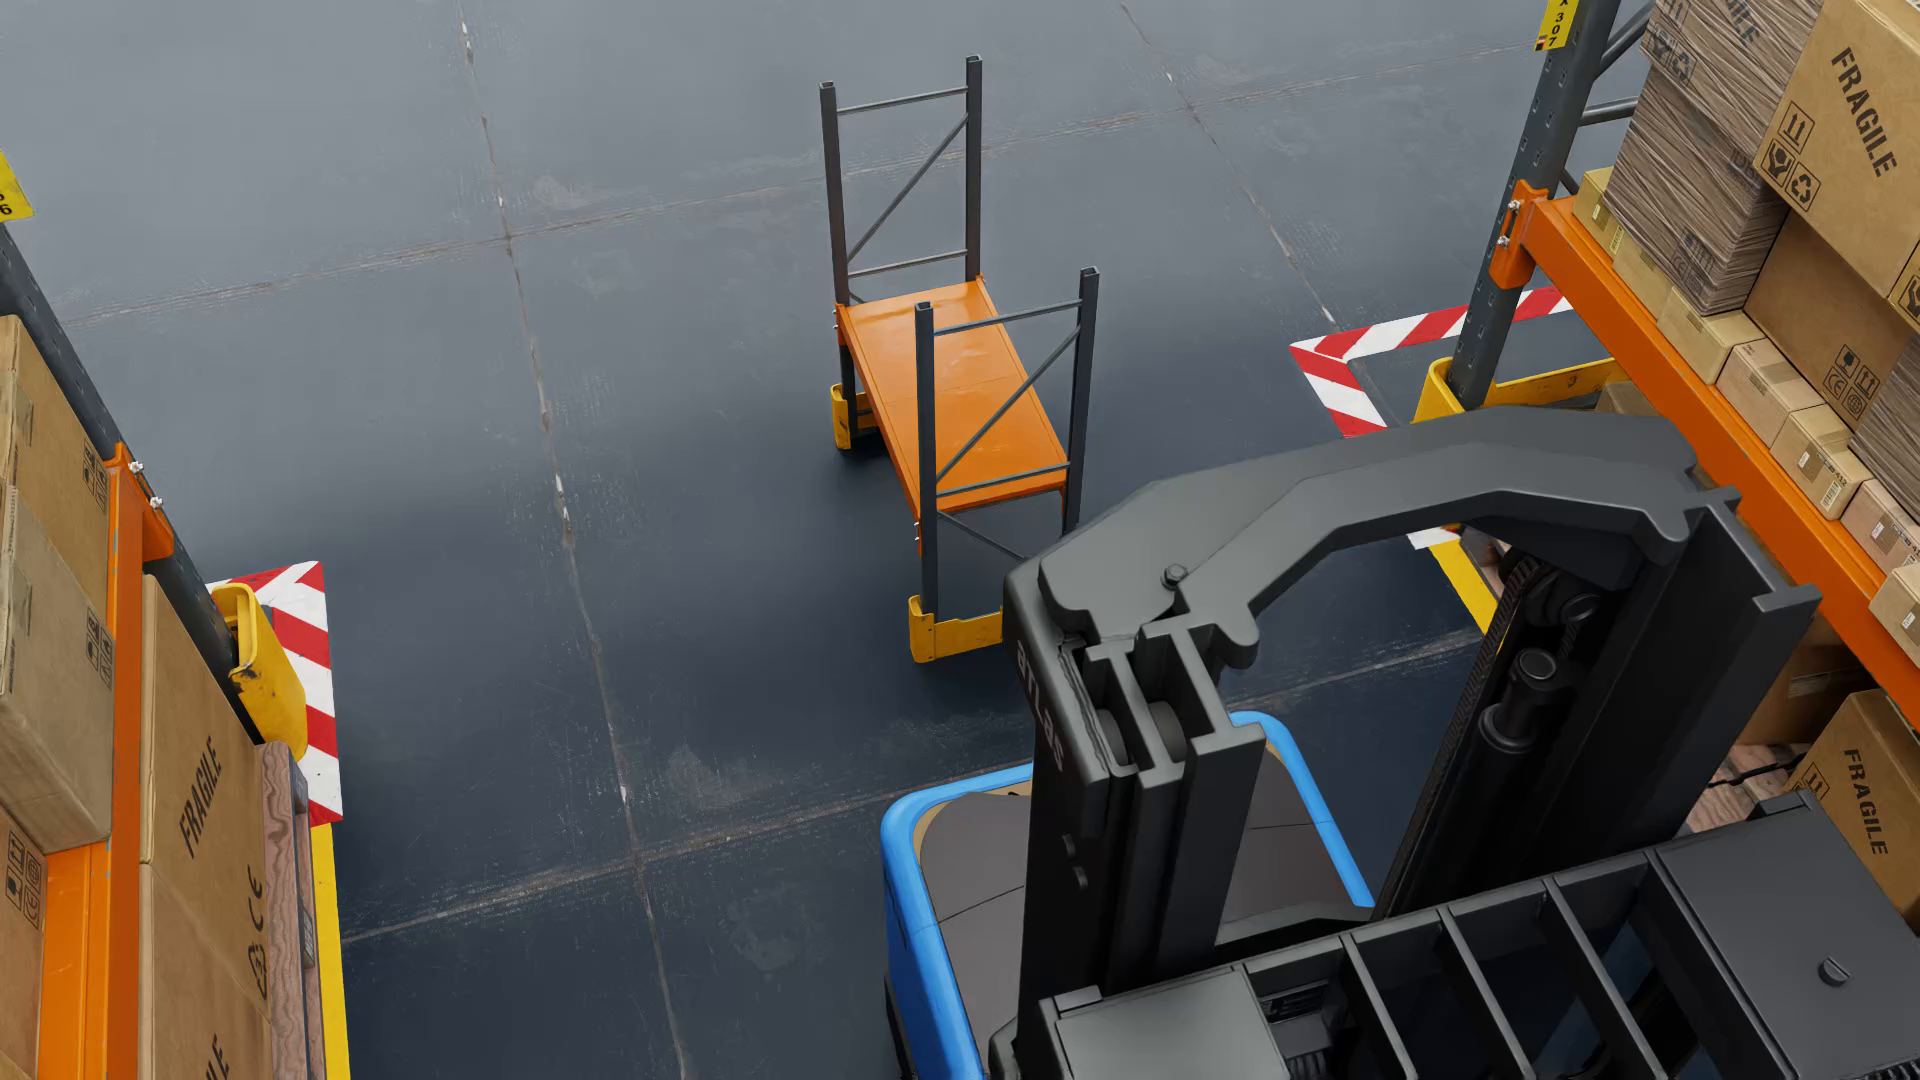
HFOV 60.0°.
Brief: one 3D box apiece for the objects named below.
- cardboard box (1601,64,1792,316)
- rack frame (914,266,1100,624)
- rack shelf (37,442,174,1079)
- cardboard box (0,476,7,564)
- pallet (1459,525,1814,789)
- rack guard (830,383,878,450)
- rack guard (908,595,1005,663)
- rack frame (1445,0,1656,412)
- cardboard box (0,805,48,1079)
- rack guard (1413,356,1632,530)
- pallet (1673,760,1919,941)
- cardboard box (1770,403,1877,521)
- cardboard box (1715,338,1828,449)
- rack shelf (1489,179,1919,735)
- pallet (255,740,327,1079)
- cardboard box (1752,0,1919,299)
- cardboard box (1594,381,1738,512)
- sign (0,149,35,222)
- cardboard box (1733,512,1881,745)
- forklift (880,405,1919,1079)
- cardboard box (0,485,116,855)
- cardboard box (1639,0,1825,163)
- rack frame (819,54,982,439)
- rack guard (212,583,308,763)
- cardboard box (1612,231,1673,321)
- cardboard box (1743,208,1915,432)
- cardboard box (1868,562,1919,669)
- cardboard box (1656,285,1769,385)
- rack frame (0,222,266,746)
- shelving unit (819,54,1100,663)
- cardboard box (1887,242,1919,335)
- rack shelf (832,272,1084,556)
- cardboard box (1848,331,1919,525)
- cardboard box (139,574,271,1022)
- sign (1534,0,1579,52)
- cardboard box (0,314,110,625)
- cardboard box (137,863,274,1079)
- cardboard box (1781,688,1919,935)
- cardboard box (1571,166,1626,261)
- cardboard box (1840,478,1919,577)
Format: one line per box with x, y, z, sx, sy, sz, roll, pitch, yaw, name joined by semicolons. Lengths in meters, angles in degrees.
2.279;-1.022;4.389;0.875;0.500;0.500;-13;51;-11;cardboard box
0.125;-0.174;4.916;0.500;1.500;0.032;-13;51;-11;rack frame
-2.034;1.439;3.046;1.077;0.370;4.000;-13;51;-11;rack shelf
-2.302;0.011;2.975;0.875;0.550;0.550;-13;51;-11;cardboard box
2.371;0.254;5.398;1.003;0.211;1.213;-13;51;-11;pallet
-0.170;-0.500;6.008;0.587;0.250;0.087;-13;51;-11;rack guard
0.125;0.227;5.395;0.587;0.250;0.087;-13;51;-11;rack guard
2.142;-1.301;4.885;1.000;3.000;0.127;-13;51;-11;rack frame
-2.244;0.793;3.022;0.875;0.550;0.550;-13;51;-11;cardboard box
2.165;-0.440;5.794;1.175;0.500;0.348;-13;51;-11;rack guard
2.728;1.144;4.648;1.003;0.211;1.213;-13;51;-11;pallet
2.275;-0.223;4.141;0.380;0.149;0.250;-13;51;-11;cardboard box
2.208;-0.407;4.296;0.380;0.149;0.250;-13;51;-11;cardboard box
2.734;0.391;3.929;1.077;0.370;4.000;-13;51;-11;rack shelf
-2.315;1.211;4.591;1.003;0.211;1.213;-13;51;-11;pallet
2.186;-0.922;3.651;0.500;0.500;0.500;-13;51;-11;cardboard box
2.311;-0.171;5.293;0.500;0.500;0.500;-5;50;-4;cardboard box
-2.103;-0.816;3.564;0.100;0.325;0.005;-13;51;-11;sign
2.520;0.258;4.931;0.500;0.500;0.500;-2;50;-1;cardboard box
0.699;1.332;2.710;1.130;2.935;3.031;-13;51;-10;forklift
-2.289;0.356;3.390;0.875;0.550;0.550;-13;51;-11;cardboard box
2.044;-1.288;3.960;0.500;0.500;0.500;-13;51;-11;cardboard box
-0.176;-0.917;5.542;0.500;1.500;0.032;-13;51;-11;rack frame
-2.633;0.534;4.972;1.175;0.500;0.348;-13;51;-11;rack guard
2.054;-0.771;4.603;0.380;0.149;0.250;-13;51;-11;cardboard box
2.541;-0.683;4.104;0.875;0.500;0.500;-13;51;-11;cardboard box
2.350;0.159;3.818;0.380;0.149;0.250;-13;51;-11;cardboard box
2.114;-0.585;4.446;0.380;0.149;0.250;-13;51;-11;cardboard box
-2.626;-0.254;4.002;1.000;3.000;0.127;-13;51;-11;rack frame
-0.023;-0.539;5.224;0.587;1.500;1.083;-13;51;-11;shelving unit
2.335;-0.557;3.344;0.500;0.500;0.500;-13;51;-11;cardboard box
-0.025;-0.430;5.367;0.538;0.185;1.000;-13;51;-11;rack shelf
2.648;-0.308;3.788;0.875;0.500;0.500;-13;51;-11;cardboard box
-2.362;0.776;4.249;0.875;0.875;0.875;-13;51;-11;cardboard box
1.624;-1.458;4.451;0.100;0.325;0.005;-13;51;-11;sign
-2.473;-0.041;3.725;0.875;0.550;0.550;-13;51;-11;cardboard box
-2.100;1.418;3.707;0.875;0.875;0.875;-14;51;-12;cardboard box
2.687;0.719;4.542;0.500;0.500;0.500;-9;50;-8;cardboard box
1.999;-0.958;4.760;0.380;0.149;0.250;-13;51;-11;cardboard box
2.375;-0.047;3.992;0.380;0.149;0.250;-13;51;-11;cardboard box
